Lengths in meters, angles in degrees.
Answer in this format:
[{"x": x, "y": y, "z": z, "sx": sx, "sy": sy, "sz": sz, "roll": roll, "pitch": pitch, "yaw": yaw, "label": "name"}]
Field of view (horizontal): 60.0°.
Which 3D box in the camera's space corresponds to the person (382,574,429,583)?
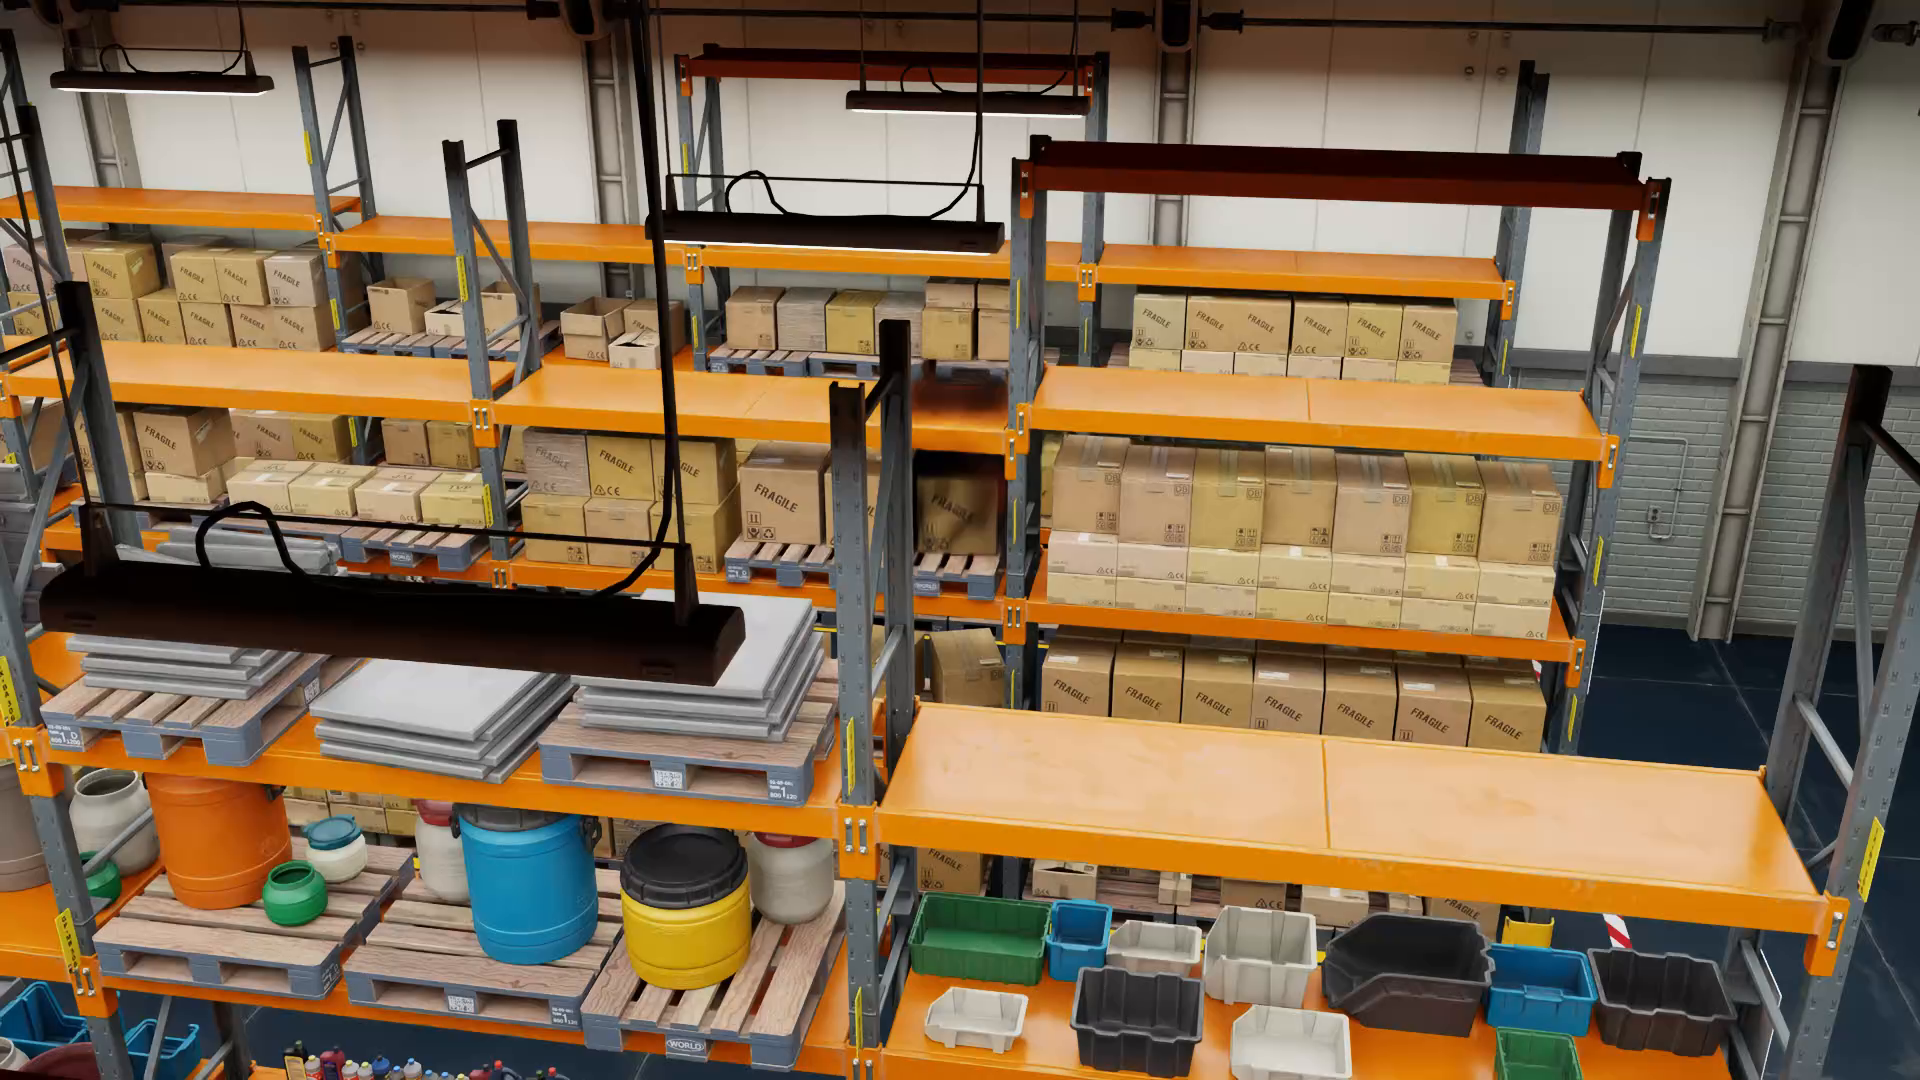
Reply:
[{"x": -5.617, "y": 0.596, "z": 16.907, "sx": 0.534, "sy": 1.752, "sz": 0.347, "roll": 5, "pitch": 24, "yaw": 11, "label": "person"}]
